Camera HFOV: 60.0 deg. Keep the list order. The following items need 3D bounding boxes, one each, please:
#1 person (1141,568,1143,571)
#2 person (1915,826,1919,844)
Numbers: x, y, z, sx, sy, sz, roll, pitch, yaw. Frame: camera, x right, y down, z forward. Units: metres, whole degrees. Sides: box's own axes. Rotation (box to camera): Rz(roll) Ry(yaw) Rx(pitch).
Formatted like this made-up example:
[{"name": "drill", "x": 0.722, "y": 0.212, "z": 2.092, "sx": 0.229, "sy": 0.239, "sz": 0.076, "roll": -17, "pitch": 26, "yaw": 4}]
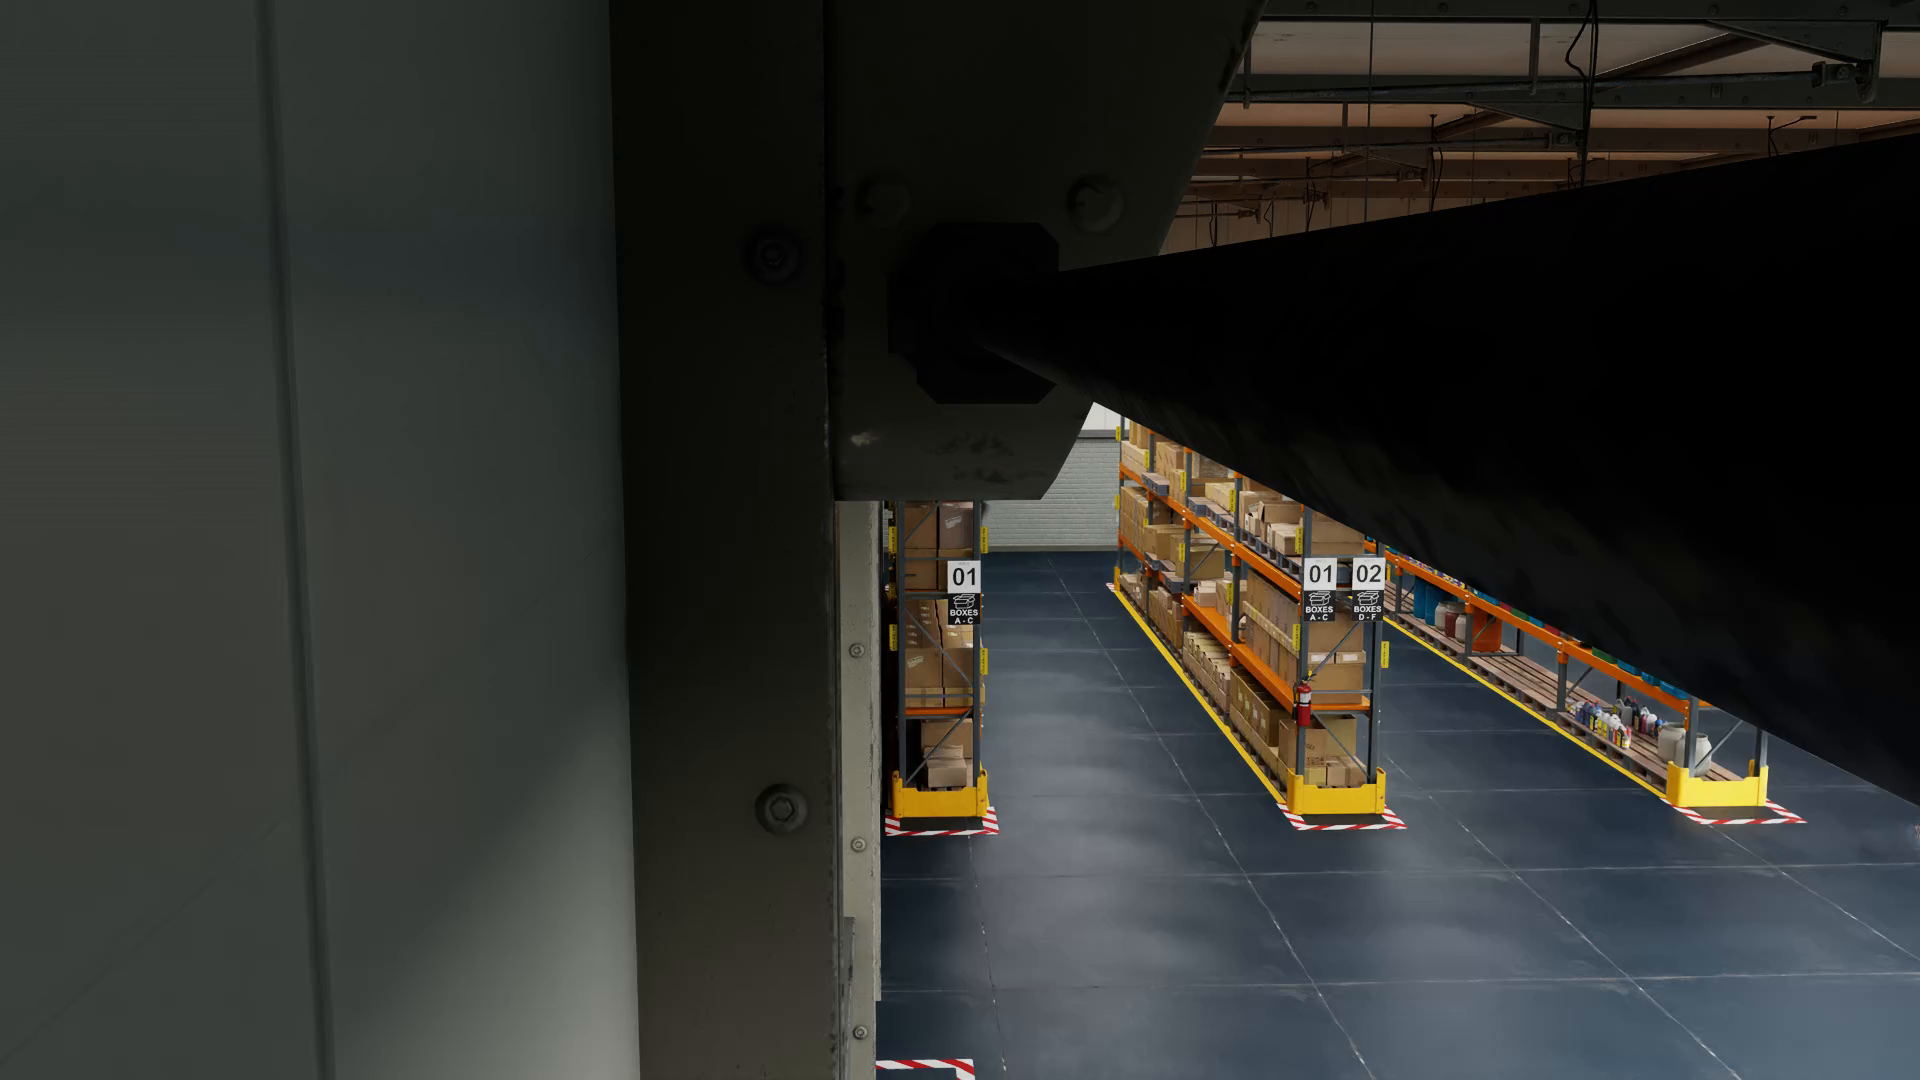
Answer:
[{"name": "person", "x": 4.597, "y": 0.056, "z": 37.672, "sx": 0.965, "sy": 1.750, "sz": 0.719, "roll": 2, "pitch": 8, "yaw": 12}, {"name": "person", "x": 11.161, "y": 2.859, "z": 18.781, "sx": 0.524, "sy": 1.620, "sz": 0.594, "roll": 3, "pitch": 9, "yaw": 19}]
